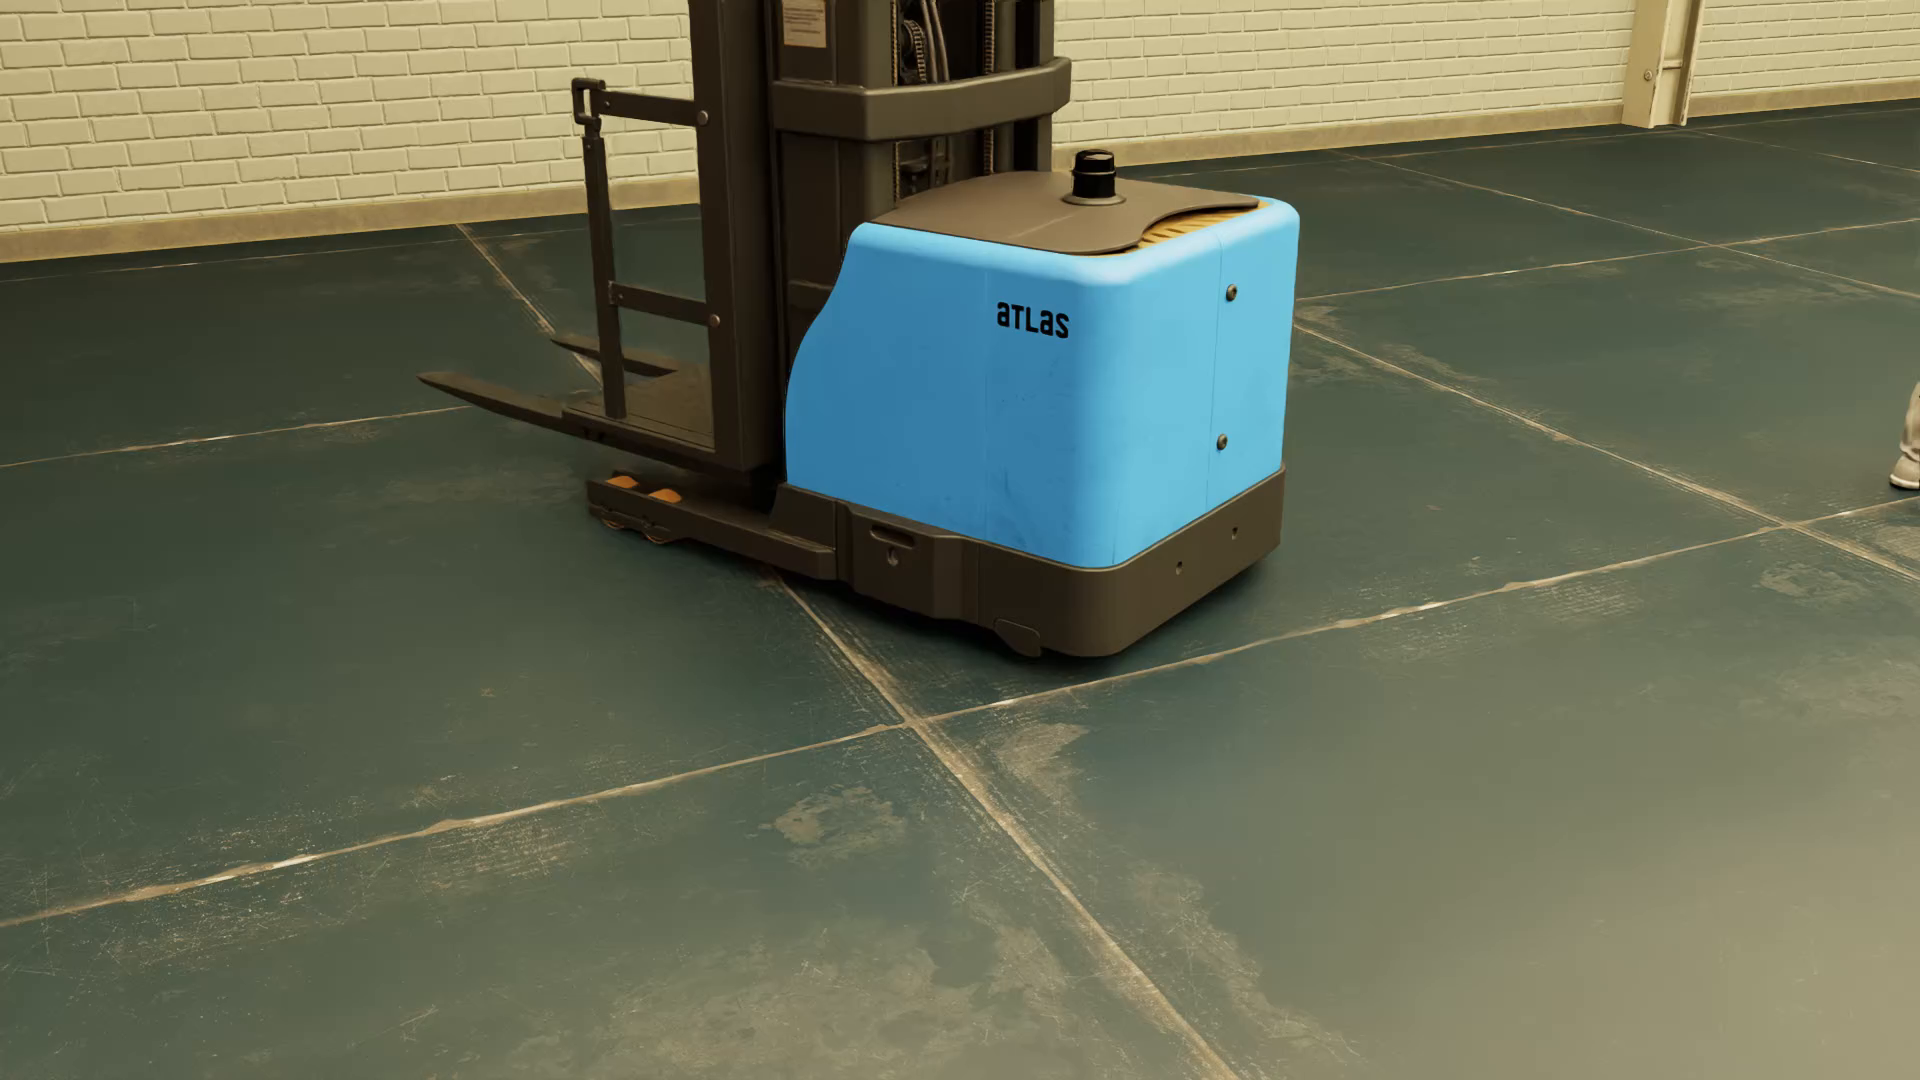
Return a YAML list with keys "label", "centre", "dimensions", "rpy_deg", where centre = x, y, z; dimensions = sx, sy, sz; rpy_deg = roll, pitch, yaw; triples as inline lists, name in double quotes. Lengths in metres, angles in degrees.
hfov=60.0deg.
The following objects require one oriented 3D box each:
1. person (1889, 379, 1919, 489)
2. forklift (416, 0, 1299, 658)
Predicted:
- label: "person"
  centre: [3.212, -0.905, 5.125]
  dimensions: [0.371, 1.664, 0.530]
  rpy_deg: [-2, 23, -6]
- label: "forklift"
  centre: [-0.538, -1.485, 4.861]
  dimensions: [3.031, 2.935, 1.130]
  rpy_deg: [16, 28, 34]
